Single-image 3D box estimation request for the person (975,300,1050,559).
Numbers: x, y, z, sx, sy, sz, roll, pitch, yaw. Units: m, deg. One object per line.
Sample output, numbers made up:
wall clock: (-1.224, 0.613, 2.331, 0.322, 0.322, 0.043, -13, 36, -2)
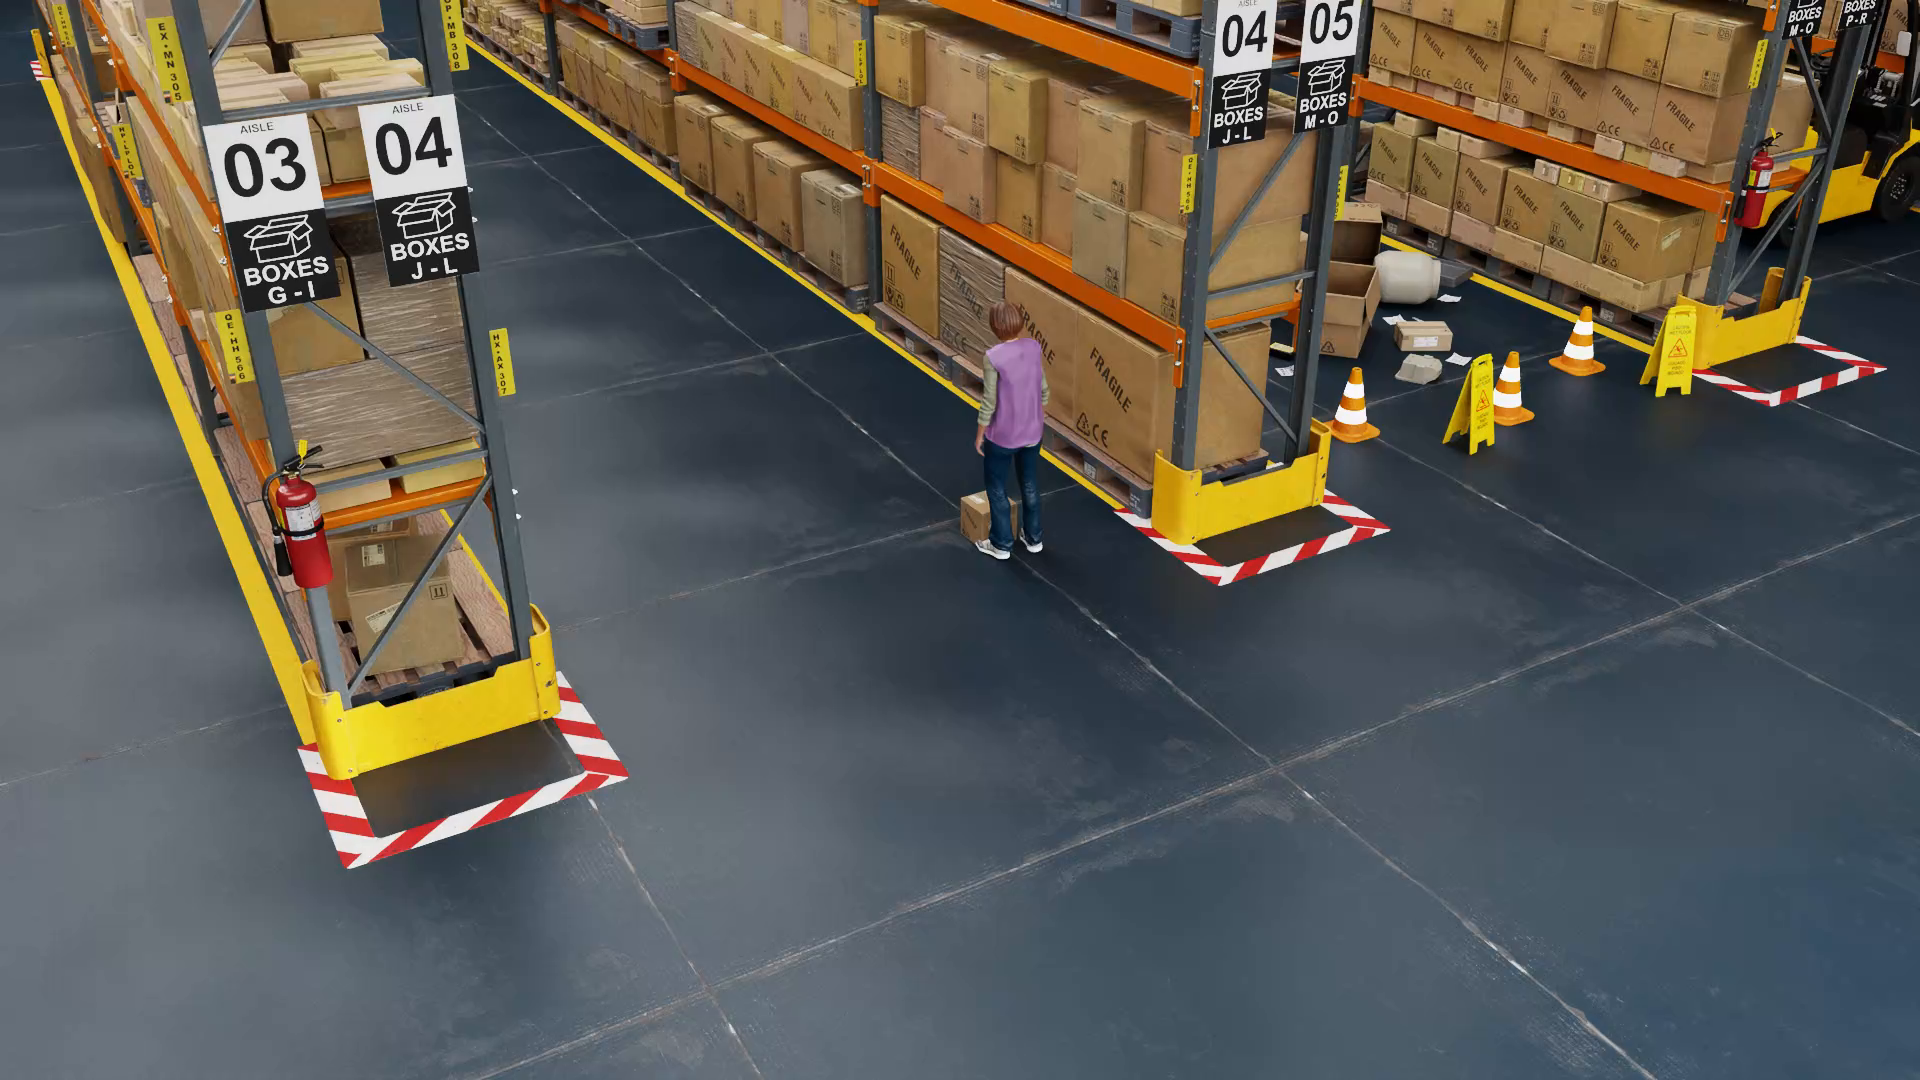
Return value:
person: (0.298, -0.621, 9.663, 0.464, 1.592, 0.365, -16, 33, -26)
